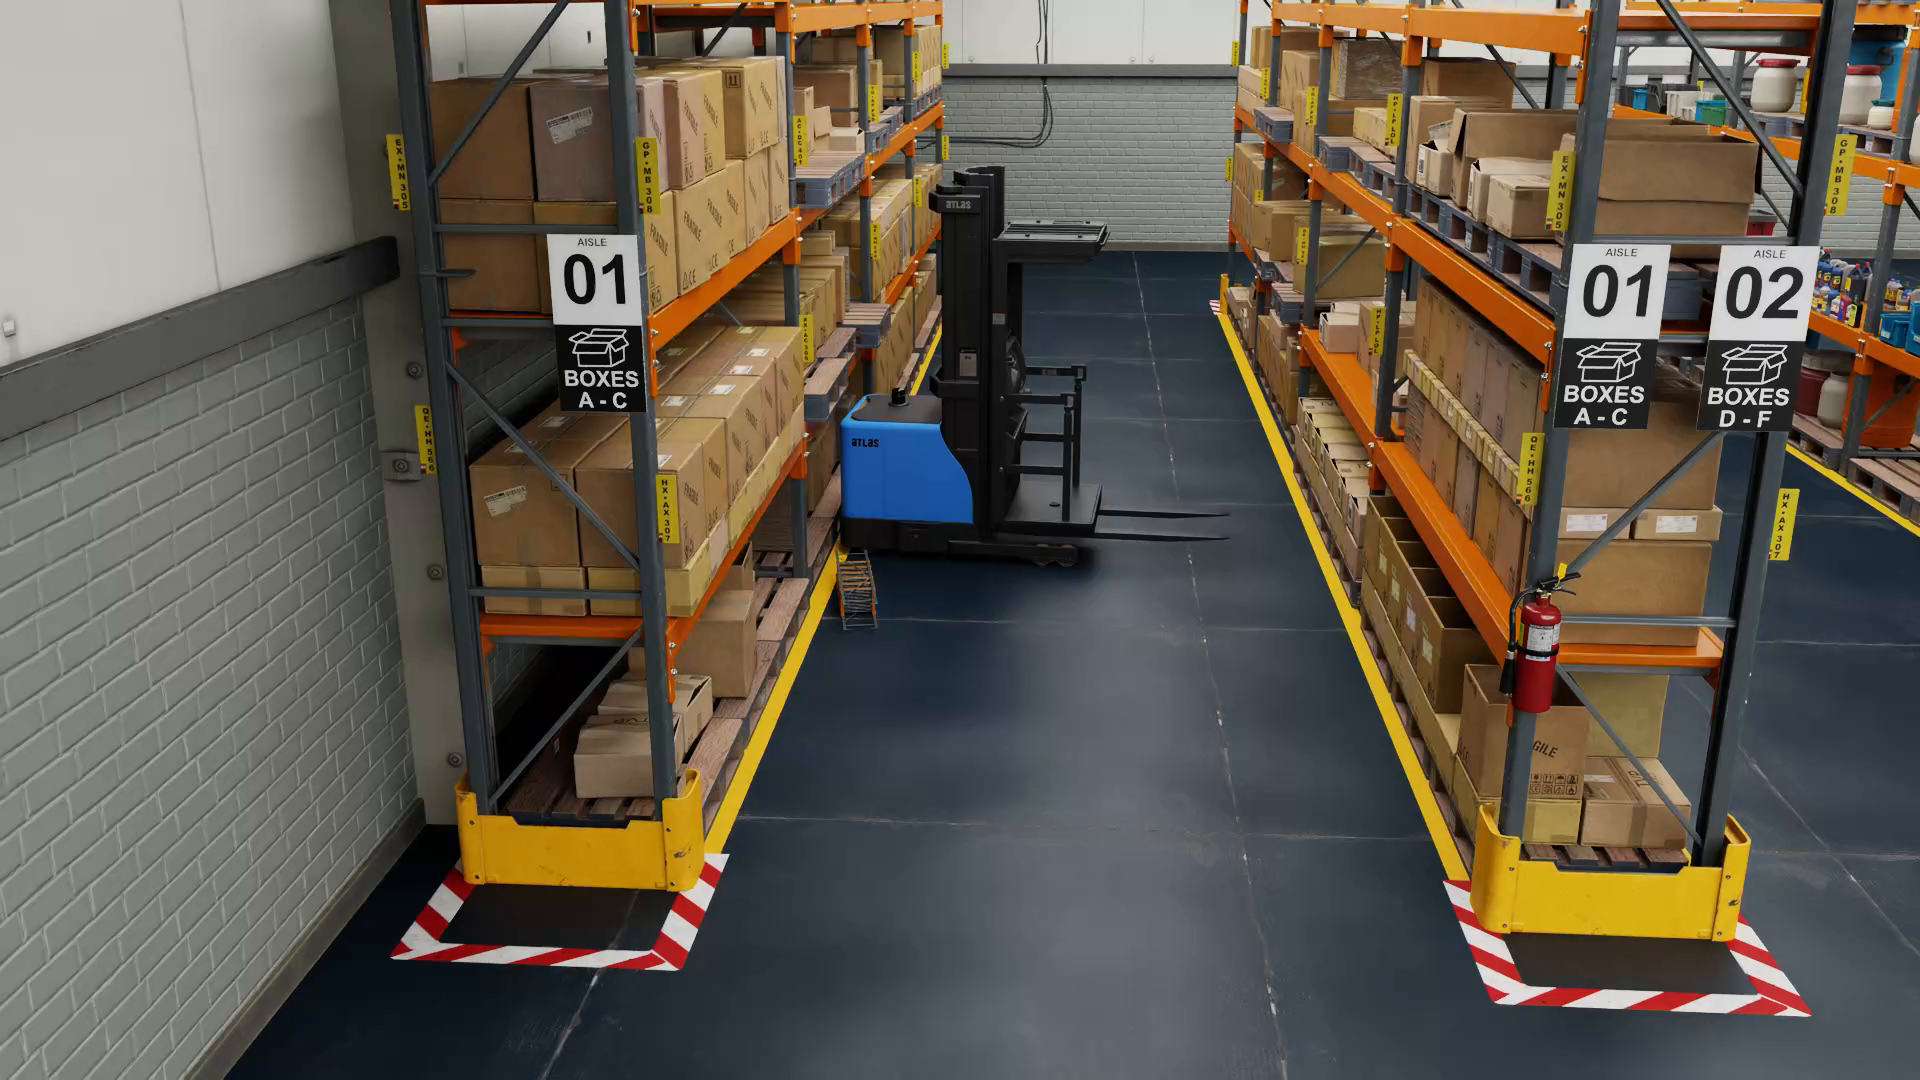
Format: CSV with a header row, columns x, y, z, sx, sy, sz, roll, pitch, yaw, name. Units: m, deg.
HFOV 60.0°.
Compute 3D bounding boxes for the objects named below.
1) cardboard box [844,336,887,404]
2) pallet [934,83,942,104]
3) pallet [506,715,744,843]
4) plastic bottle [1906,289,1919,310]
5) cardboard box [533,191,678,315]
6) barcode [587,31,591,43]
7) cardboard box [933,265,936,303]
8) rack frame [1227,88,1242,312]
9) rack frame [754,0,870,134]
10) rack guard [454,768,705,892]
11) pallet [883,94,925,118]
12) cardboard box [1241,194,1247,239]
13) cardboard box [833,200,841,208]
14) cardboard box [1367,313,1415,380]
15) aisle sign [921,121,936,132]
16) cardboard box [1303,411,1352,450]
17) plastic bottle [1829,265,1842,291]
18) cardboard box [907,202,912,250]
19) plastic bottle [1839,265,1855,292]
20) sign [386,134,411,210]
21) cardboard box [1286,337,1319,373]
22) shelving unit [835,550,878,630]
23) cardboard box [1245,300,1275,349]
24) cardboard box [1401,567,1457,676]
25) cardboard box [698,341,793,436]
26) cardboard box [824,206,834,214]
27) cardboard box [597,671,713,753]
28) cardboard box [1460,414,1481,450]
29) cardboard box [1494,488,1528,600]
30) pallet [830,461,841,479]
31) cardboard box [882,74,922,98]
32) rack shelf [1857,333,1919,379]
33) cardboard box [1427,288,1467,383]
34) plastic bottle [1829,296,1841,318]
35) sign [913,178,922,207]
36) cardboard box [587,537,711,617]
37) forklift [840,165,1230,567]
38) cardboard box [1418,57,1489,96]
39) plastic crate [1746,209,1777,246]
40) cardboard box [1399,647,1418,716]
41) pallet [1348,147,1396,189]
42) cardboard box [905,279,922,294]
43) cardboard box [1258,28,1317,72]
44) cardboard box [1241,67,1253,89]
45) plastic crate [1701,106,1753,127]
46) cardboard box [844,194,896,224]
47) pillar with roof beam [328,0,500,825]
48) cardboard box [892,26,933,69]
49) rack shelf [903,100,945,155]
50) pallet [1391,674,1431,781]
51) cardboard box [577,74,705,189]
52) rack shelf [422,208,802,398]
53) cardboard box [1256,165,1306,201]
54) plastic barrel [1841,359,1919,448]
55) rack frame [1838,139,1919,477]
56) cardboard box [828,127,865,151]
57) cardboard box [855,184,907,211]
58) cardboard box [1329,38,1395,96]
x,y,z,sx,sy,sz,roll,pitch,yaw,name
-1.132,-1.630,16.358,0.750,0.750,0.750,1,18,3,cardboard box
-0.785,-5.864,21.826,1.003,0.211,1.213,1,18,4,pallet
-1.791,1.308,9.092,1.003,0.211,1.213,1,18,4,pallet
8.952,-2.217,15.572,0.152,0.276,0.135,1,18,4,plastic bottle
-1.616,-1.323,7.632,0.500,0.500,0.500,2,18,5,cardboard box
-2.131,-2.890,9.558,0.001,0.075,0.075,1,18,4,barcode
-0.693,-3.503,22.637,0.700,0.500,0.500,1,18,4,cardboard box
4.199,-4.602,22.649,1.000,3.000,0.127,1,18,4,rack frame
-1.316,-5.077,14.466,1.000,3.000,0.127,1,18,4,rack frame
-1.884,1.422,8.279,1.175,0.500,0.348,1,18,4,rack guard
-0.960,-5.106,19.513,1.003,0.211,1.213,1,18,4,pallet
3.796,-4.046,20.792,0.500,0.500,0.500,2,18,5,cardboard box
-1.461,-3.248,16.643,0.500,0.250,0.500,1,18,3,cardboard box
3.483,-1.480,12.960,0.500,0.500,0.500,1,18,4,cardboard box
-0.438,-5.962,22.626,0.394,0.787,0.004,1,18,4,aisle sign
3.265,-0.957,14.367,0.500,0.311,0.500,1,18,3,cardboard box
8.932,-2.670,16.961,0.097,0.271,0.097,0,18,0,plastic bottle
-0.811,-3.518,18.672,0.500,0.500,0.500,1,18,3,cardboard box
9.058,-2.675,16.969,0.152,0.276,0.135,1,18,4,plastic bottle
-2.442,-1.607,7.270,0.100,0.325,0.005,1,18,4,sign
3.458,-1.808,16.227,0.500,0.250,0.500,2,18,6,cardboard box
-0.756,0.349,12.044,0.258,0.189,1.200,-2,18,-6,shelving unit
3.670,-2.564,19.738,0.500,0.500,0.500,1,18,4,cardboard box
2.887,0.479,9.681,0.500,0.500,0.500,1,18,4,cardboard box
-1.358,-0.970,10.570,0.500,0.500,0.500,1,18,4,cardboard box
-1.502,-3.089,16.157,0.500,0.250,0.500,1,18,2,cardboard box
-1.709,0.937,9.358,0.500,0.311,0.500,3,18,8,cardboard box
2.998,-0.593,9.213,0.380,0.149,0.250,1,18,3,cardboard box
3.131,0.012,8.408,0.700,0.500,0.500,2,18,5,cardboard box
-1.374,-0.659,15.094,1.003,0.211,1.213,1,18,4,pallet
-0.717,-5.279,19.304,0.500,0.250,0.500,1,18,4,cardboard box
8.422,-1.042,12.942,1.077,0.370,4.000,1,18,4,rack shelf
3.278,-1.244,10.158,0.700,0.500,0.500,1,18,4,cardboard box
8.219,-2.183,15.588,0.097,0.201,0.097,0,18,0,plastic bottle
-0.487,-3.972,18.996,0.100,0.325,0.005,1,18,4,sign
-1.538,0.176,8.279,0.500,0.250,0.500,1,18,2,cardboard box
0.618,-1.365,12.881,3.031,2.935,1.130,3,18,8,forklift
3.440,-3.153,11.773,0.500,0.500,0.500,3,18,9,cardboard box
9.166,-3.578,19.327,0.402,0.464,0.583,1,18,4,plastic crate
2.891,0.835,9.798,0.500,0.250,0.500,1,18,4,cardboard box
3.588,-2.893,12.919,1.003,0.211,1.213,2,18,6,pallet
-0.667,-3.121,20.429,0.380,0.149,0.250,2,18,6,cardboard box
4.000,-5.926,20.106,0.700,0.500,0.500,1,18,4,cardboard box
3.859,-5.884,21.185,0.500,0.250,0.500,1,18,4,cardboard box
8.581,-4.711,18.505,0.450,0.188,0.662,1,18,4,plastic crate
-0.926,-3.397,17.099,0.500,0.250,0.500,1,18,3,cardboard box
1.592,-2.733,7.313,9.100,9.000,0.400,1,18,4,pillar with roof beam
-0.599,-6.118,20.661,0.500,0.500,0.500,0,18,1,cardboard box
-0.886,-5.173,20.732,1.077,0.370,4.000,1,18,4,rack shelf
3.155,1.076,9.799,1.003,0.211,1.213,1,18,4,pallet
-1.533,-1.968,7.997,0.500,0.500,0.500,1,18,3,cardboard box
-1.746,-1.447,9.358,1.077,0.370,4.000,1,18,4,rack shelf
3.690,-4.045,19.184,0.500,0.500,0.500,1,18,4,cardboard box
8.584,-1.326,15.463,0.600,0.830,0.708,1,18,4,plastic barrel
8.565,-2.005,14.726,1.000,3.000,0.127,1,18,4,rack frame
-1.098,-3.389,14.243,0.500,0.311,0.500,1,18,4,cardboard box
-0.854,-3.714,18.066,0.500,0.250,0.500,2,18,5,cardboard box
3.699,-4.359,15.325,0.500,0.500,0.500,1,18,4,cardboard box
